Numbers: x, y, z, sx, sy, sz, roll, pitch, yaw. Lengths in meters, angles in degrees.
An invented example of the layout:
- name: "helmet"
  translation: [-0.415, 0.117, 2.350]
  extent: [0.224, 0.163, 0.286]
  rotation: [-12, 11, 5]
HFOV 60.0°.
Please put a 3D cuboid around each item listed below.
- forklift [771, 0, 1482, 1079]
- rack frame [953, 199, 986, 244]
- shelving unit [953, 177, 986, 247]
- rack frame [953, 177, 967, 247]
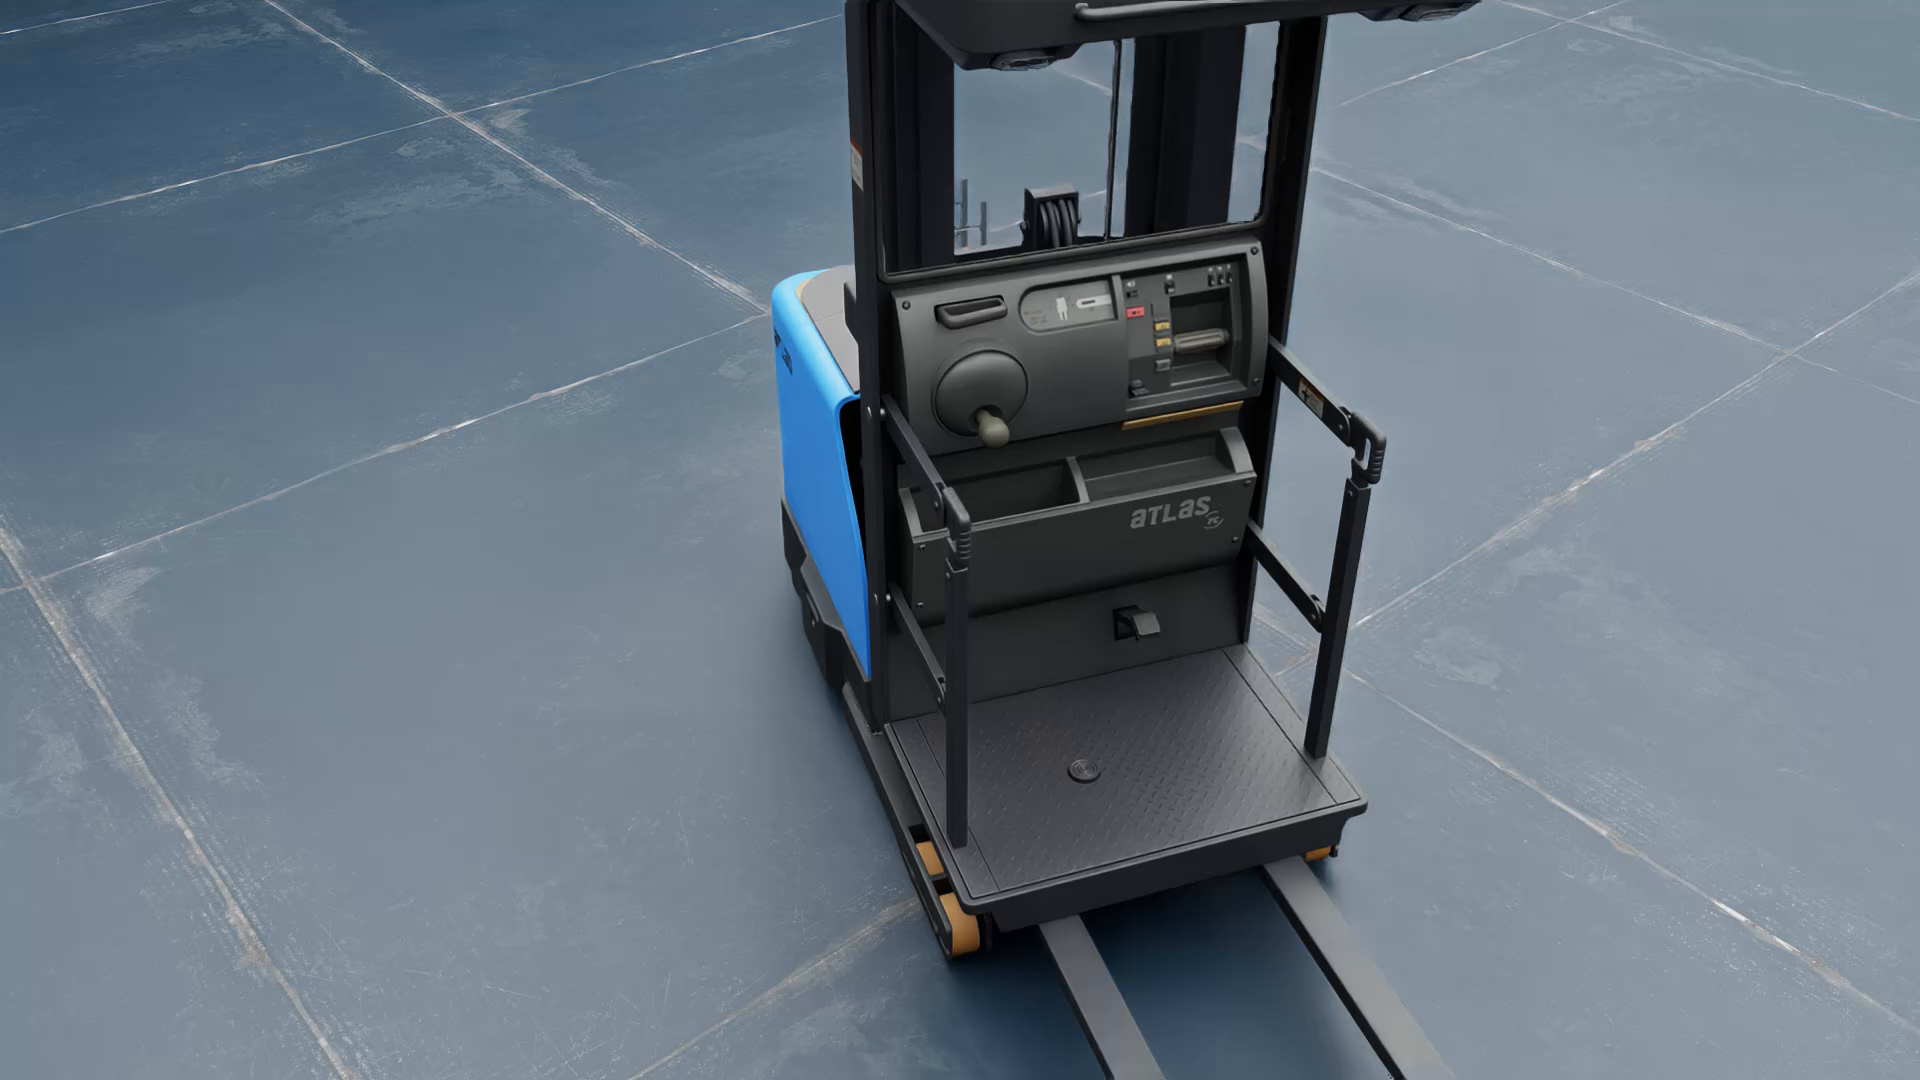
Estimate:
- name: "forklift"
  translation: [0.373, -0.402, 3.782]
  extent: [1.130, 2.935, 3.031]
  rotation: [-11, 37, -15]
- name: "rack frame"
  translation: [-0.032, -0.546, 5.483]
  extent: [0.240, 1.200, 0.006]
  rotation: [-11, 37, -15]
- name: "shelving unit"
  translation: [-0.062, -0.596, 5.553]
  extent: [0.258, 1.200, 0.189]
  rotation: [-11, 37, -15]
- name: "rack frame"
  translation: [-0.092, -0.646, 5.624]
  extent: [0.240, 1.200, 0.006]
  rotation: [-11, 37, -15]
